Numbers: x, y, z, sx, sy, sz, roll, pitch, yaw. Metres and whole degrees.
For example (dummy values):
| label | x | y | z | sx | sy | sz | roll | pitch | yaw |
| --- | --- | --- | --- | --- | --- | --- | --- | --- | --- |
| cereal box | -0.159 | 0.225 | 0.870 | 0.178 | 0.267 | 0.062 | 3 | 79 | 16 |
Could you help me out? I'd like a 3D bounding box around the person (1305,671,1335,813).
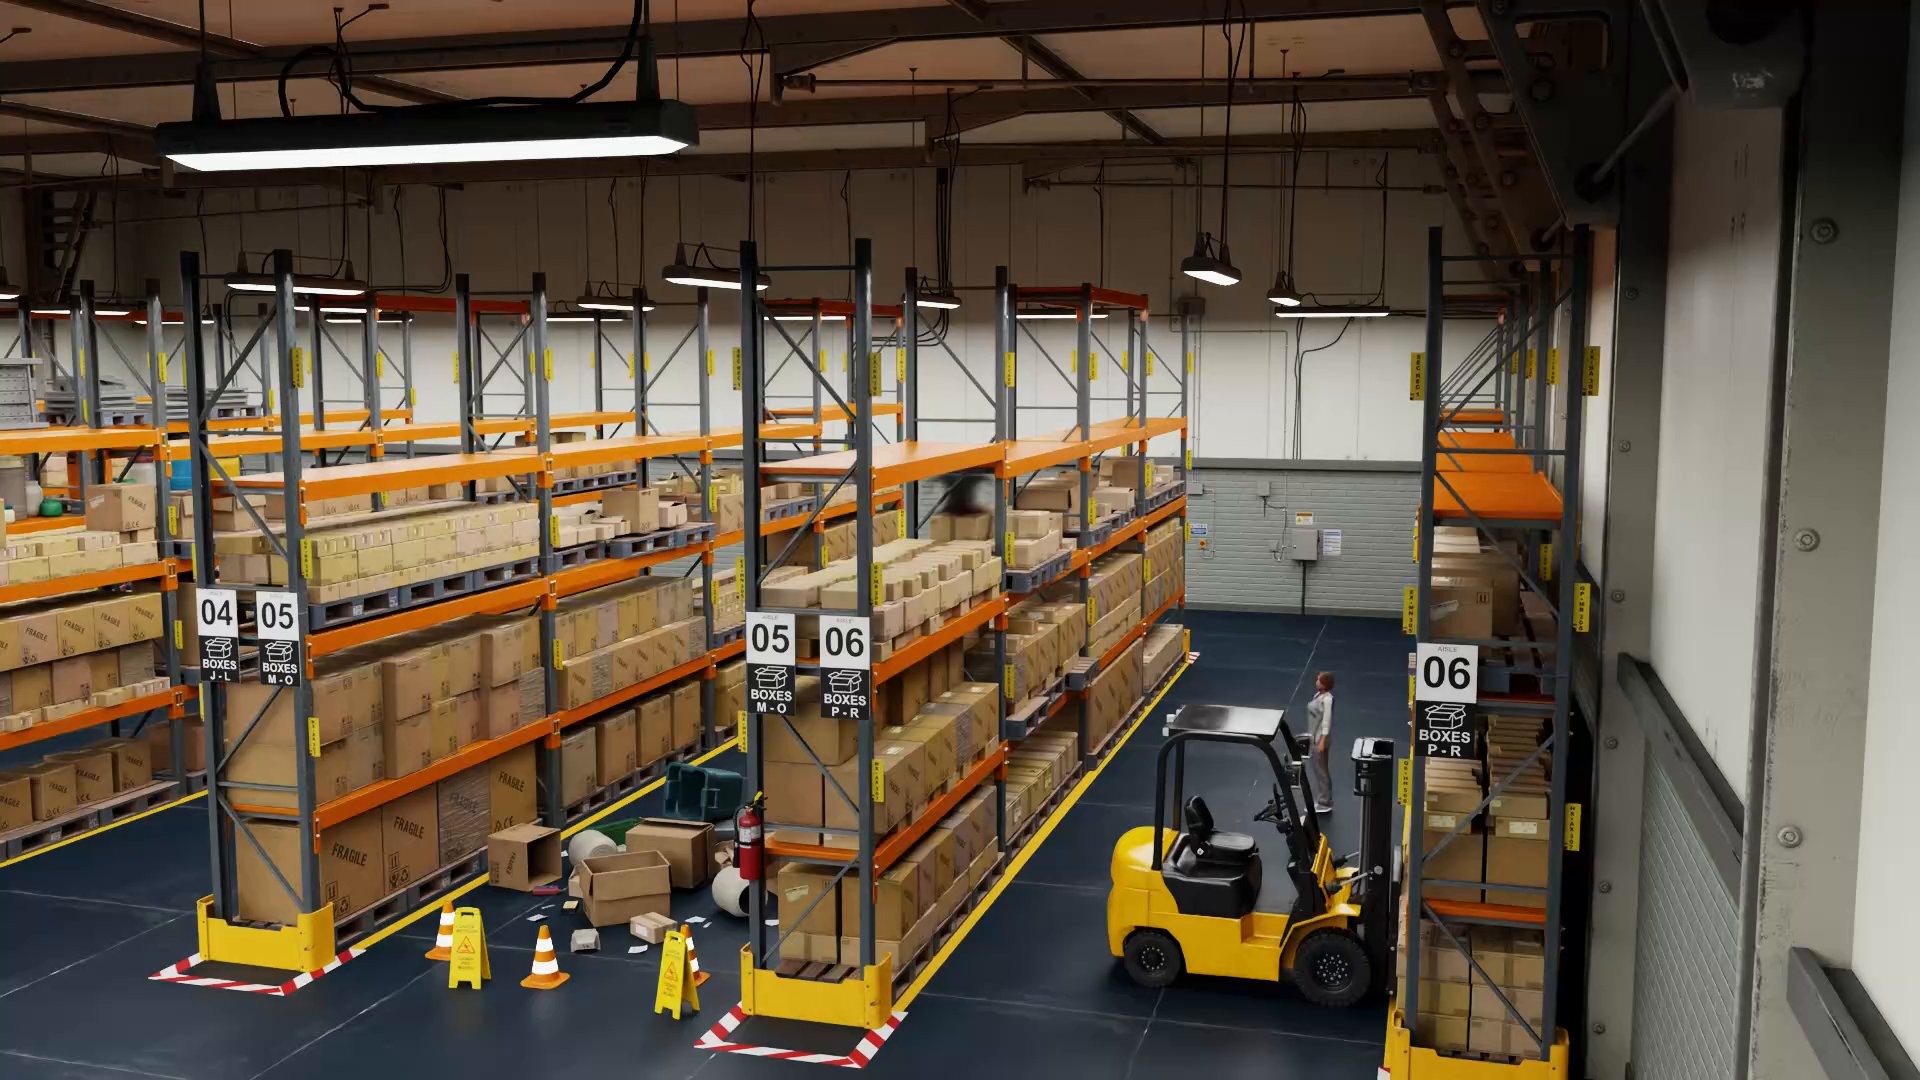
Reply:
| label | x | y | z | sx | sy | sz | roll | pitch | yaw |
| --- | --- | --- | --- | --- | --- | --- | --- | --- | --- |
| person | 4.065 | 2.278 | 18.786 | 0.329 | 1.591 | 0.498 | 2 | 7 | 18 |
